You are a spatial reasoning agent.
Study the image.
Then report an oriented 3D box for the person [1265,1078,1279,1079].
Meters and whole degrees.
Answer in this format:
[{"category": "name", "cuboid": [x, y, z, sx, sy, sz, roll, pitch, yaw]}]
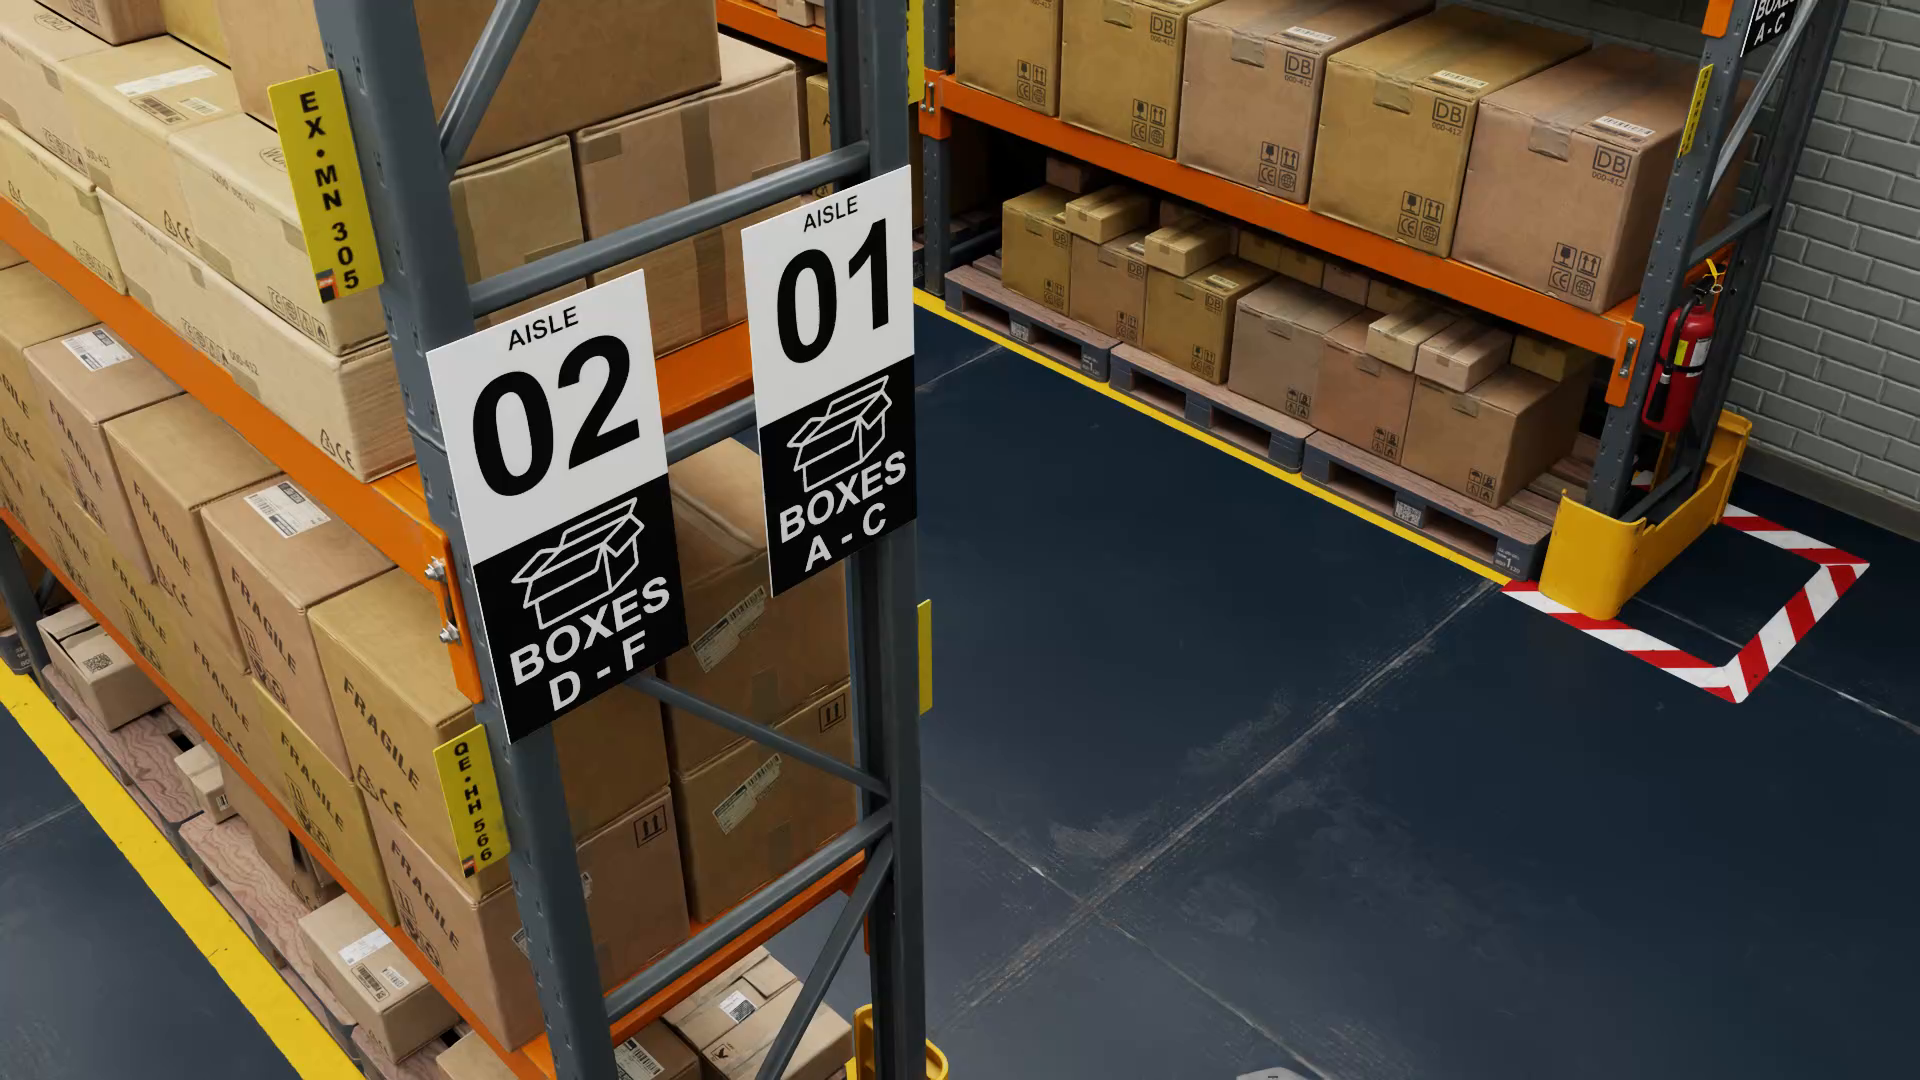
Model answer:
[{"category": "person", "cuboid": [0.627, 1.783, 3.655, 0.509, 1.707, 0.709, 21, 41, 27]}]
